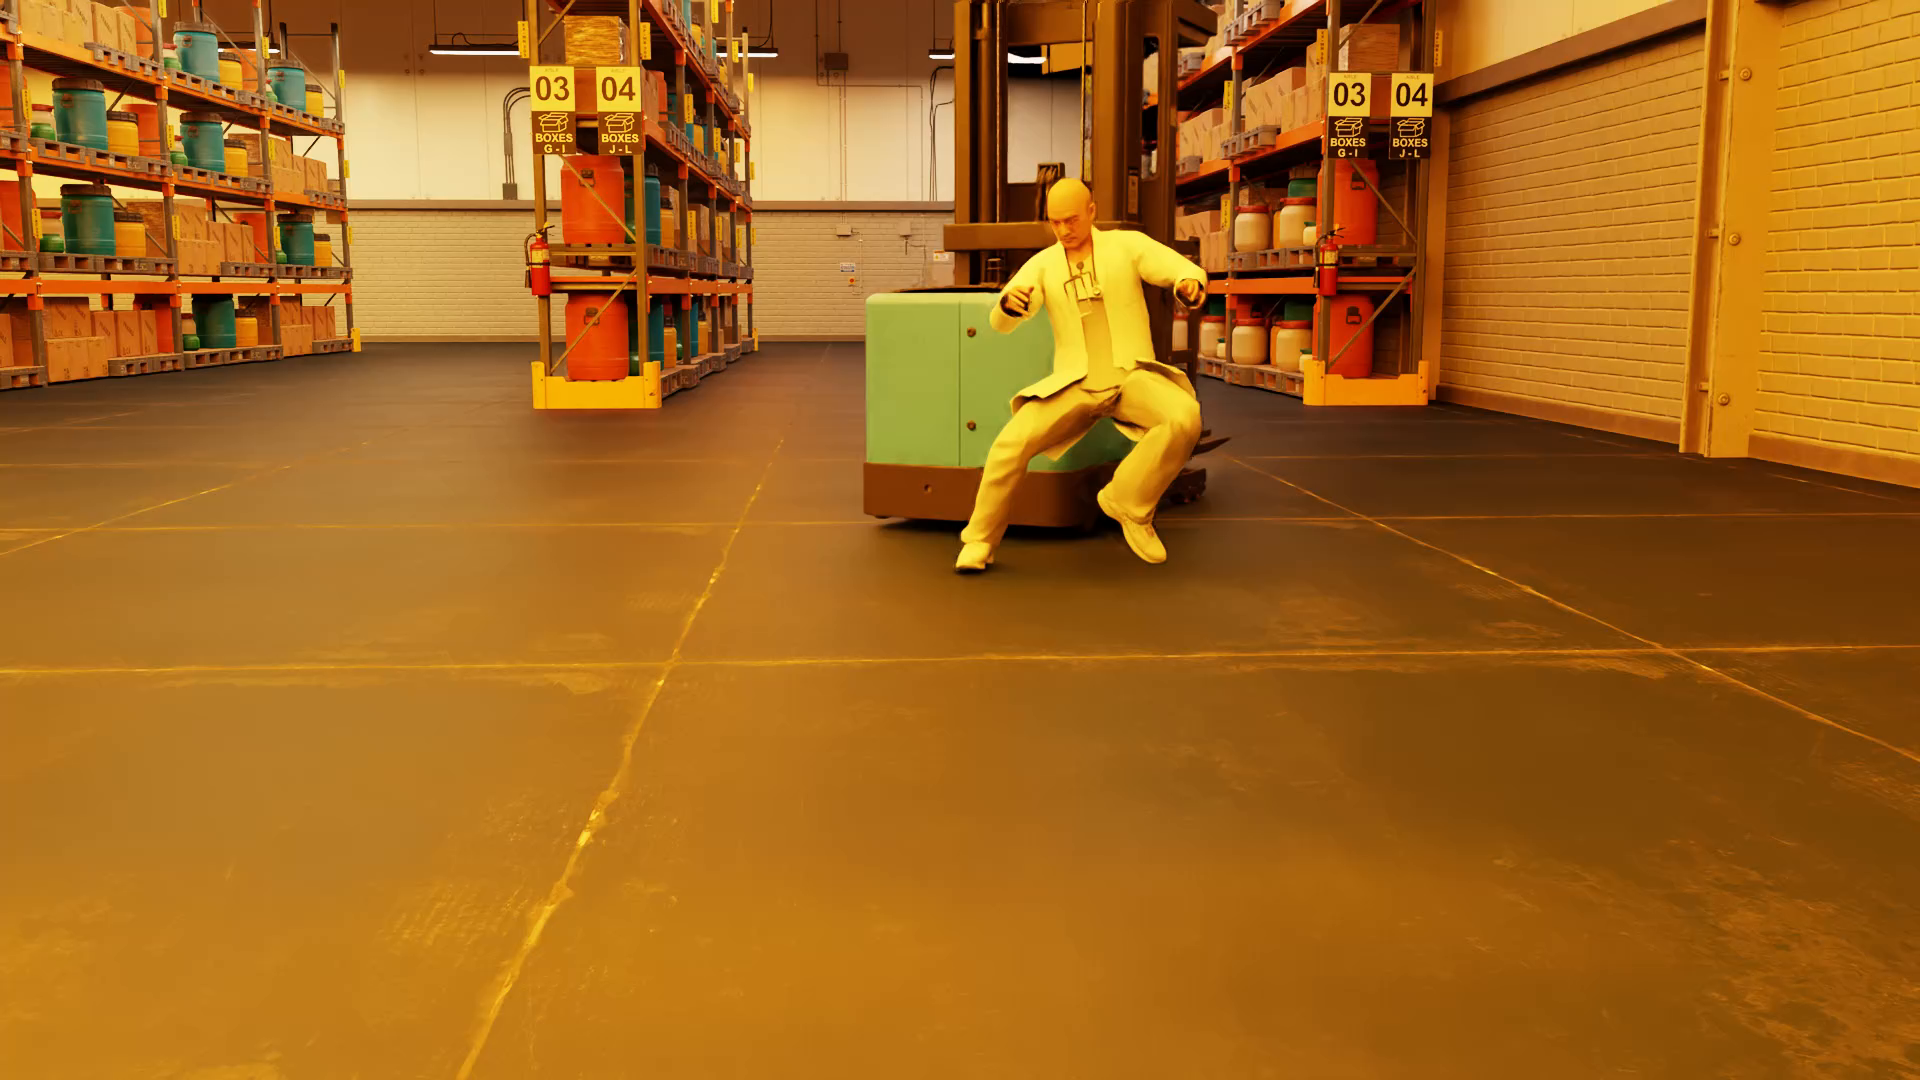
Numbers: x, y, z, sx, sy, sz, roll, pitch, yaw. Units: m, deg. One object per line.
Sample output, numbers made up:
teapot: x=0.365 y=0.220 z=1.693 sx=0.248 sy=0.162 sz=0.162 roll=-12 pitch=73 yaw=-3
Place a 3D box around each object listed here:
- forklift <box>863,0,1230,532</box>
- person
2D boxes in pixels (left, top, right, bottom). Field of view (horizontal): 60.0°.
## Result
forklift: x=0.649 y=-1.662 z=8.526 sx=1.130 sy=2.935 sz=3.031 roll=4 pitch=9 yaw=25
person: x=0.471 y=-0.628 z=6.388 sx=0.957 sy=1.507 sz=0.820 roll=2 pitch=9 yaw=13
